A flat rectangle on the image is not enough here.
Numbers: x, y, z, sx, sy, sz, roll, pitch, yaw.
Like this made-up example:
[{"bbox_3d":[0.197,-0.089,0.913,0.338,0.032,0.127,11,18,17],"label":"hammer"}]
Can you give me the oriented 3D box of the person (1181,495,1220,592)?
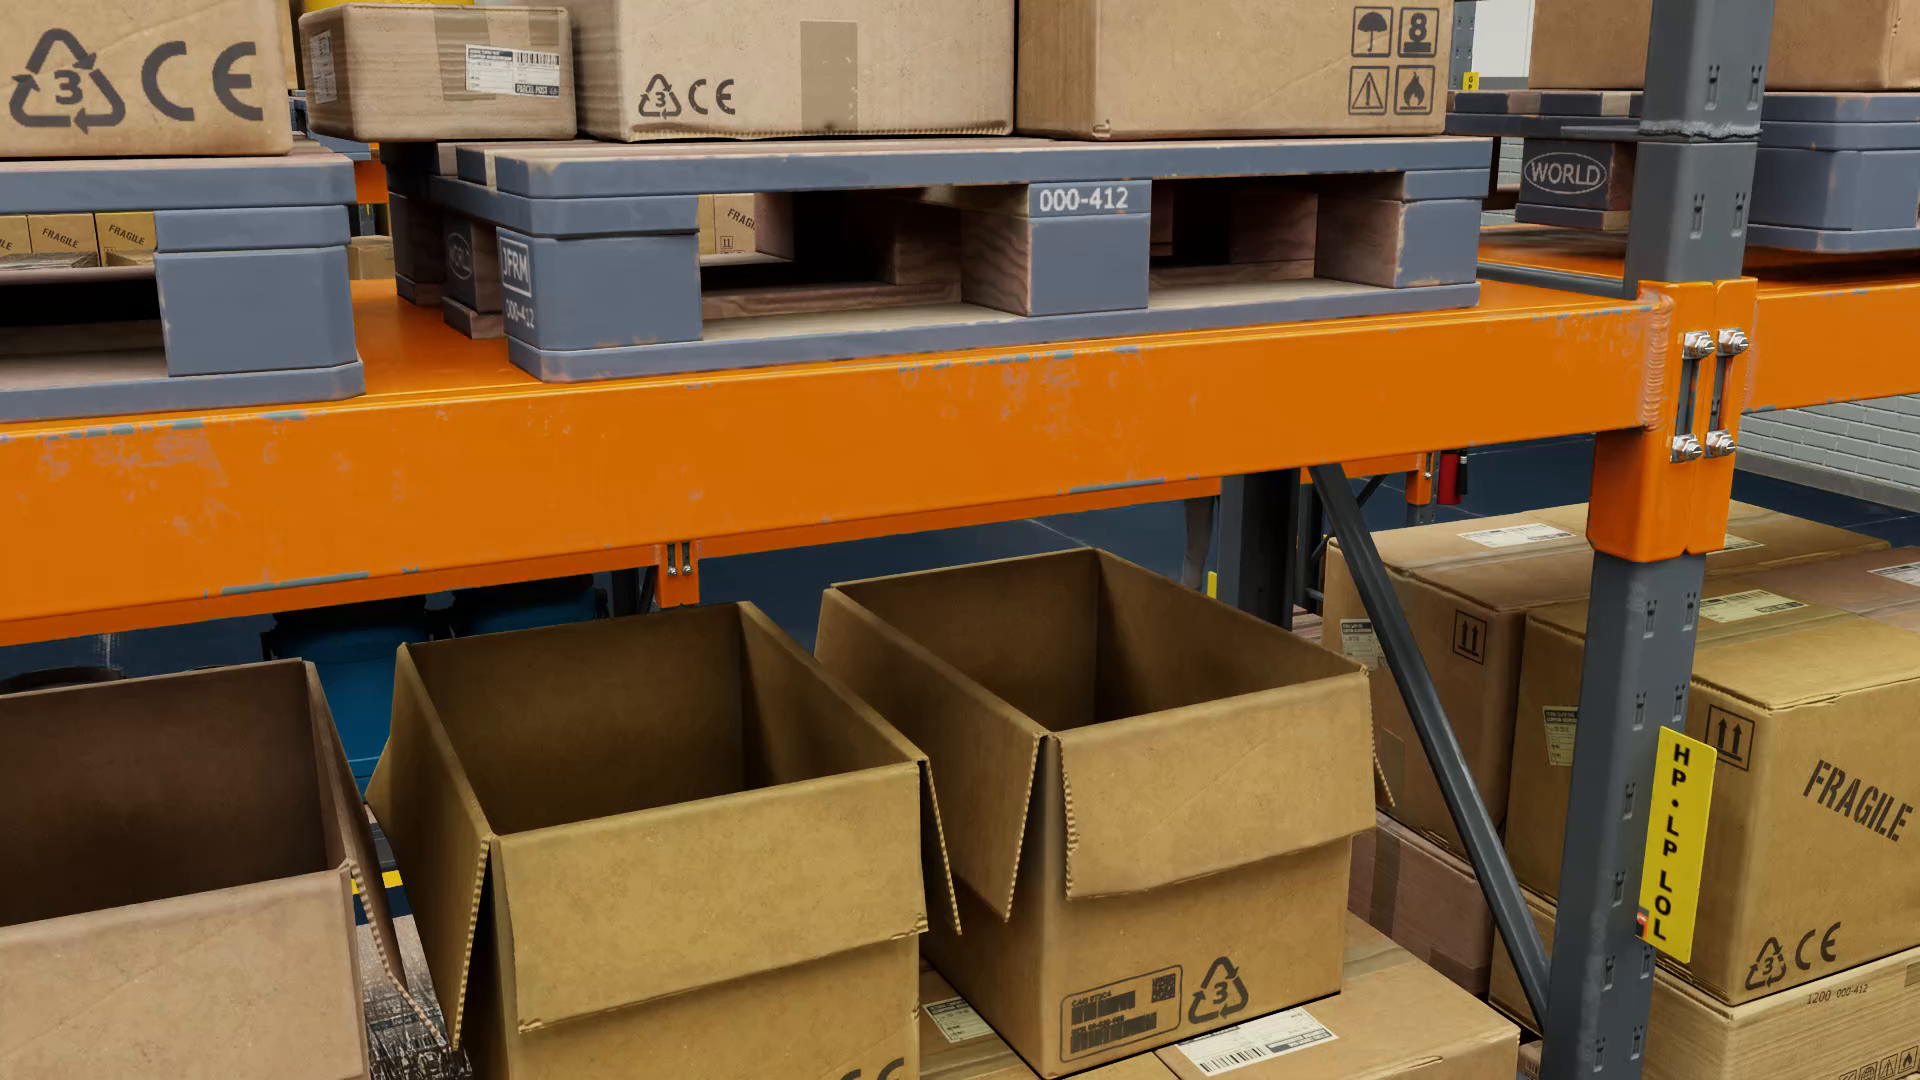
[{"bbox_3d":[1.385,-0.297,8.853,0.408,1.593,0.302,-3,16,-12],"label":"person"}]
